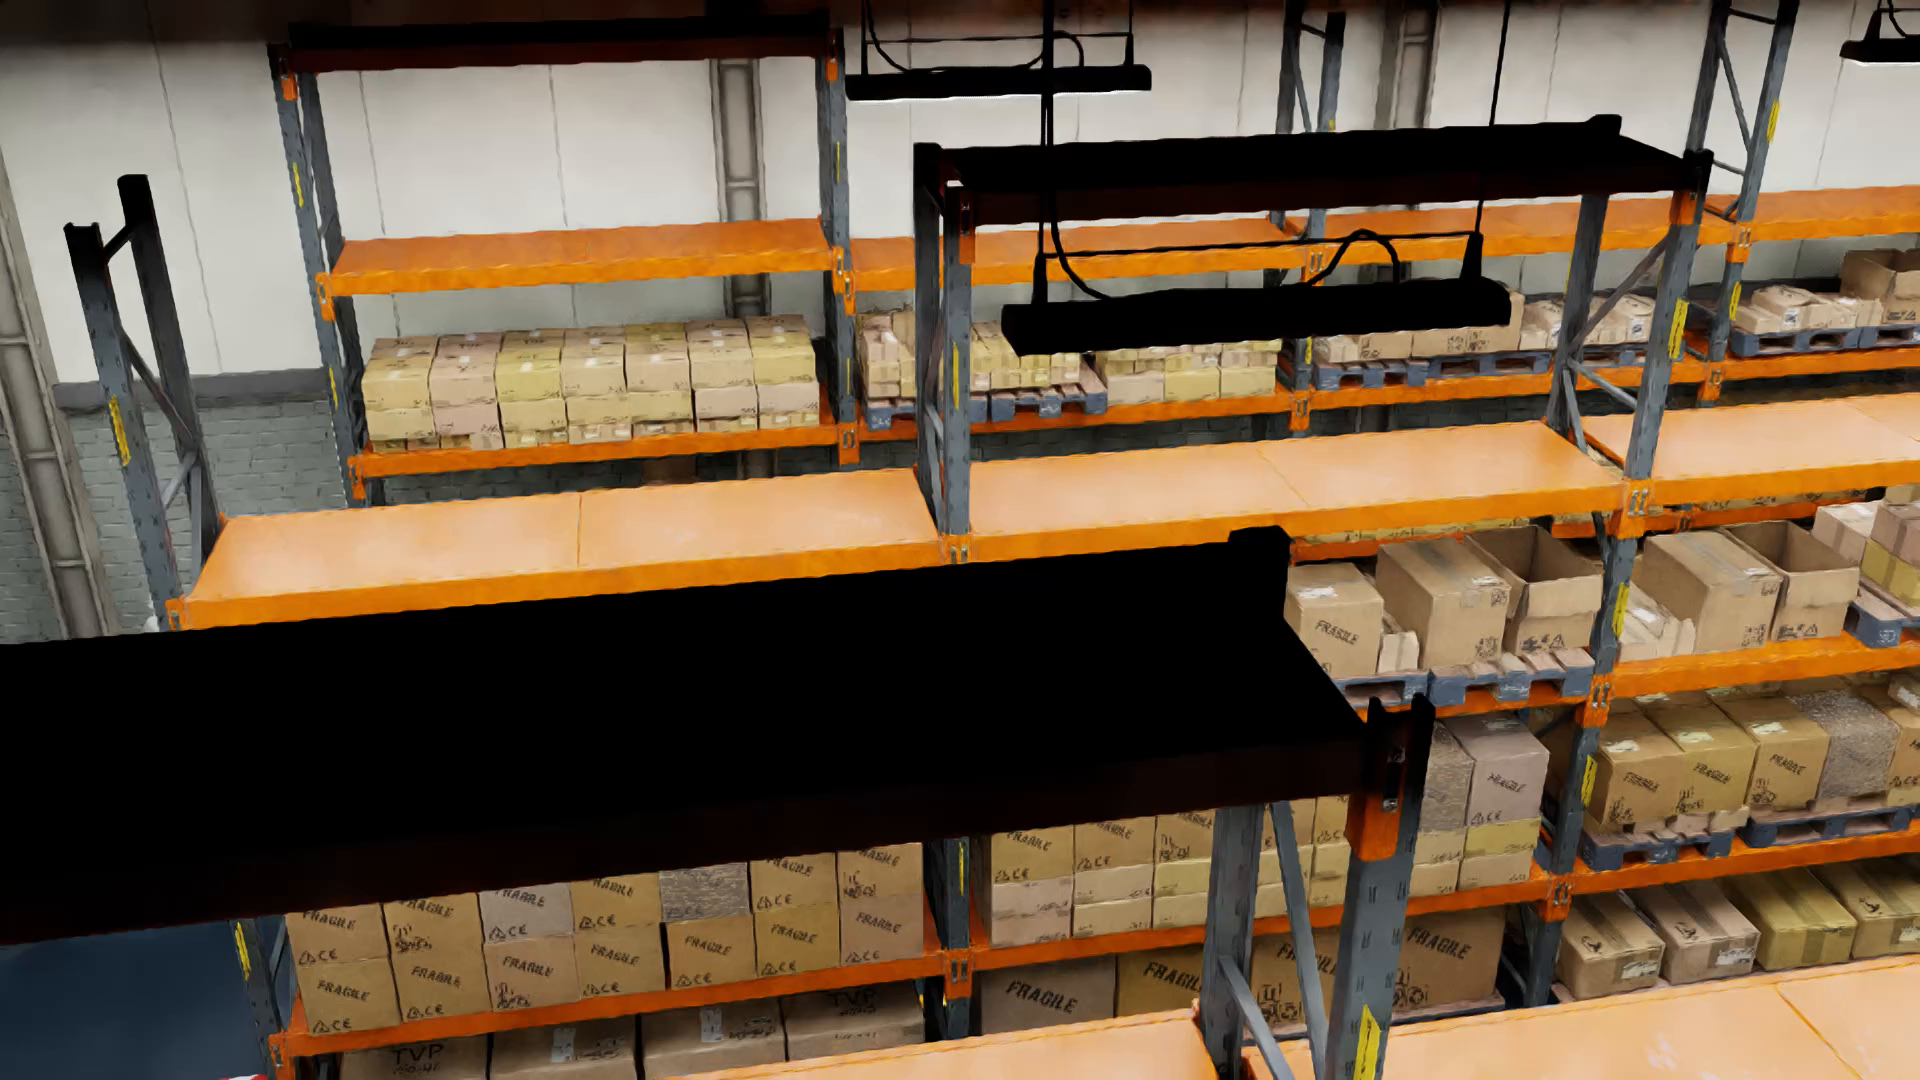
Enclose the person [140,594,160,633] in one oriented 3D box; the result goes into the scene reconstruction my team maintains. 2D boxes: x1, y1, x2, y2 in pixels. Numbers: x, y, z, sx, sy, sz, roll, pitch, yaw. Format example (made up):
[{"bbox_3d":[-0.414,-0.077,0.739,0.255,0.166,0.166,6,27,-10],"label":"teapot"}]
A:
[{"bbox_3d":[-6.486,1.138,13.918,0.551,1.786,0.711,-20,32,-35],"label":"person"}]
